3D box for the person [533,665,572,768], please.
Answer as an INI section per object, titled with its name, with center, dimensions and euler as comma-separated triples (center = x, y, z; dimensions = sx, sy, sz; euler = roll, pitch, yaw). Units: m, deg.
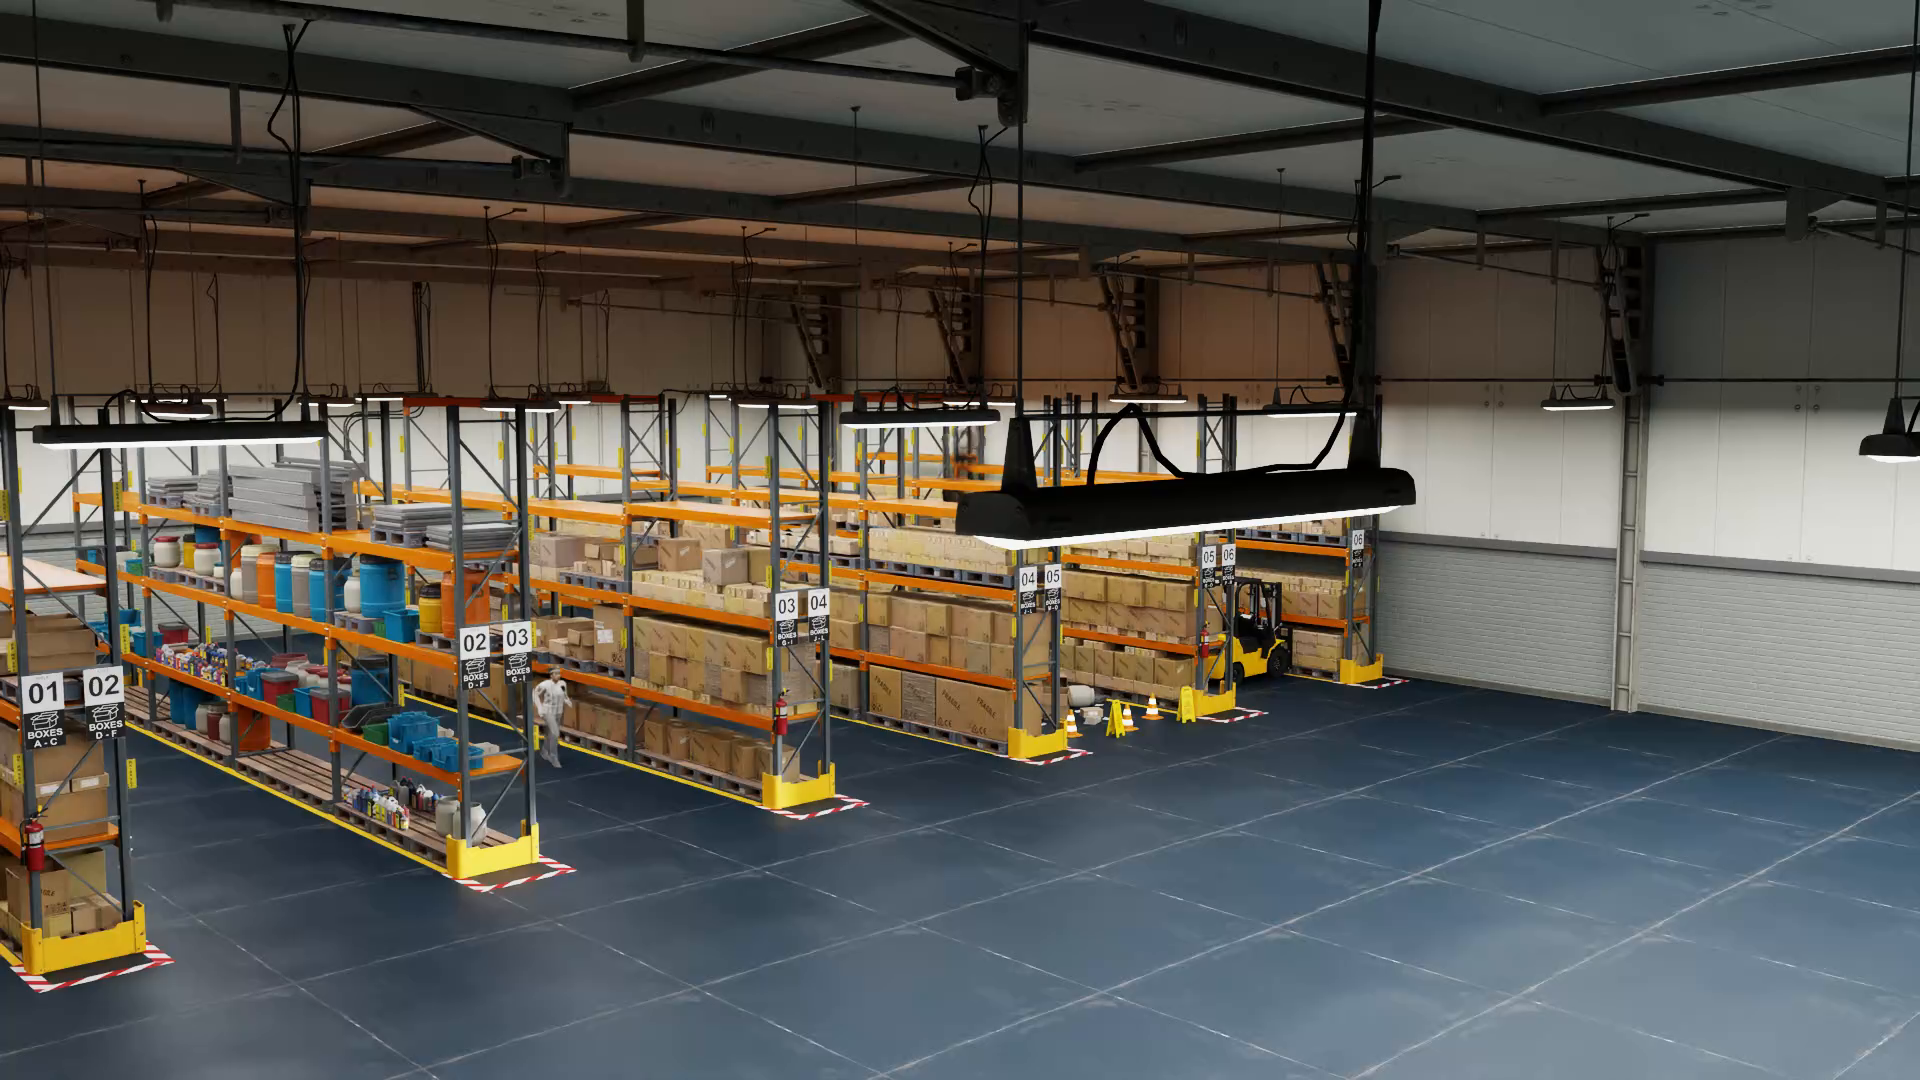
[person]
center = -6.678, 2.885, 27.266
dimensions = 0.833, 1.734, 0.546
euler = 4, 7, 38
